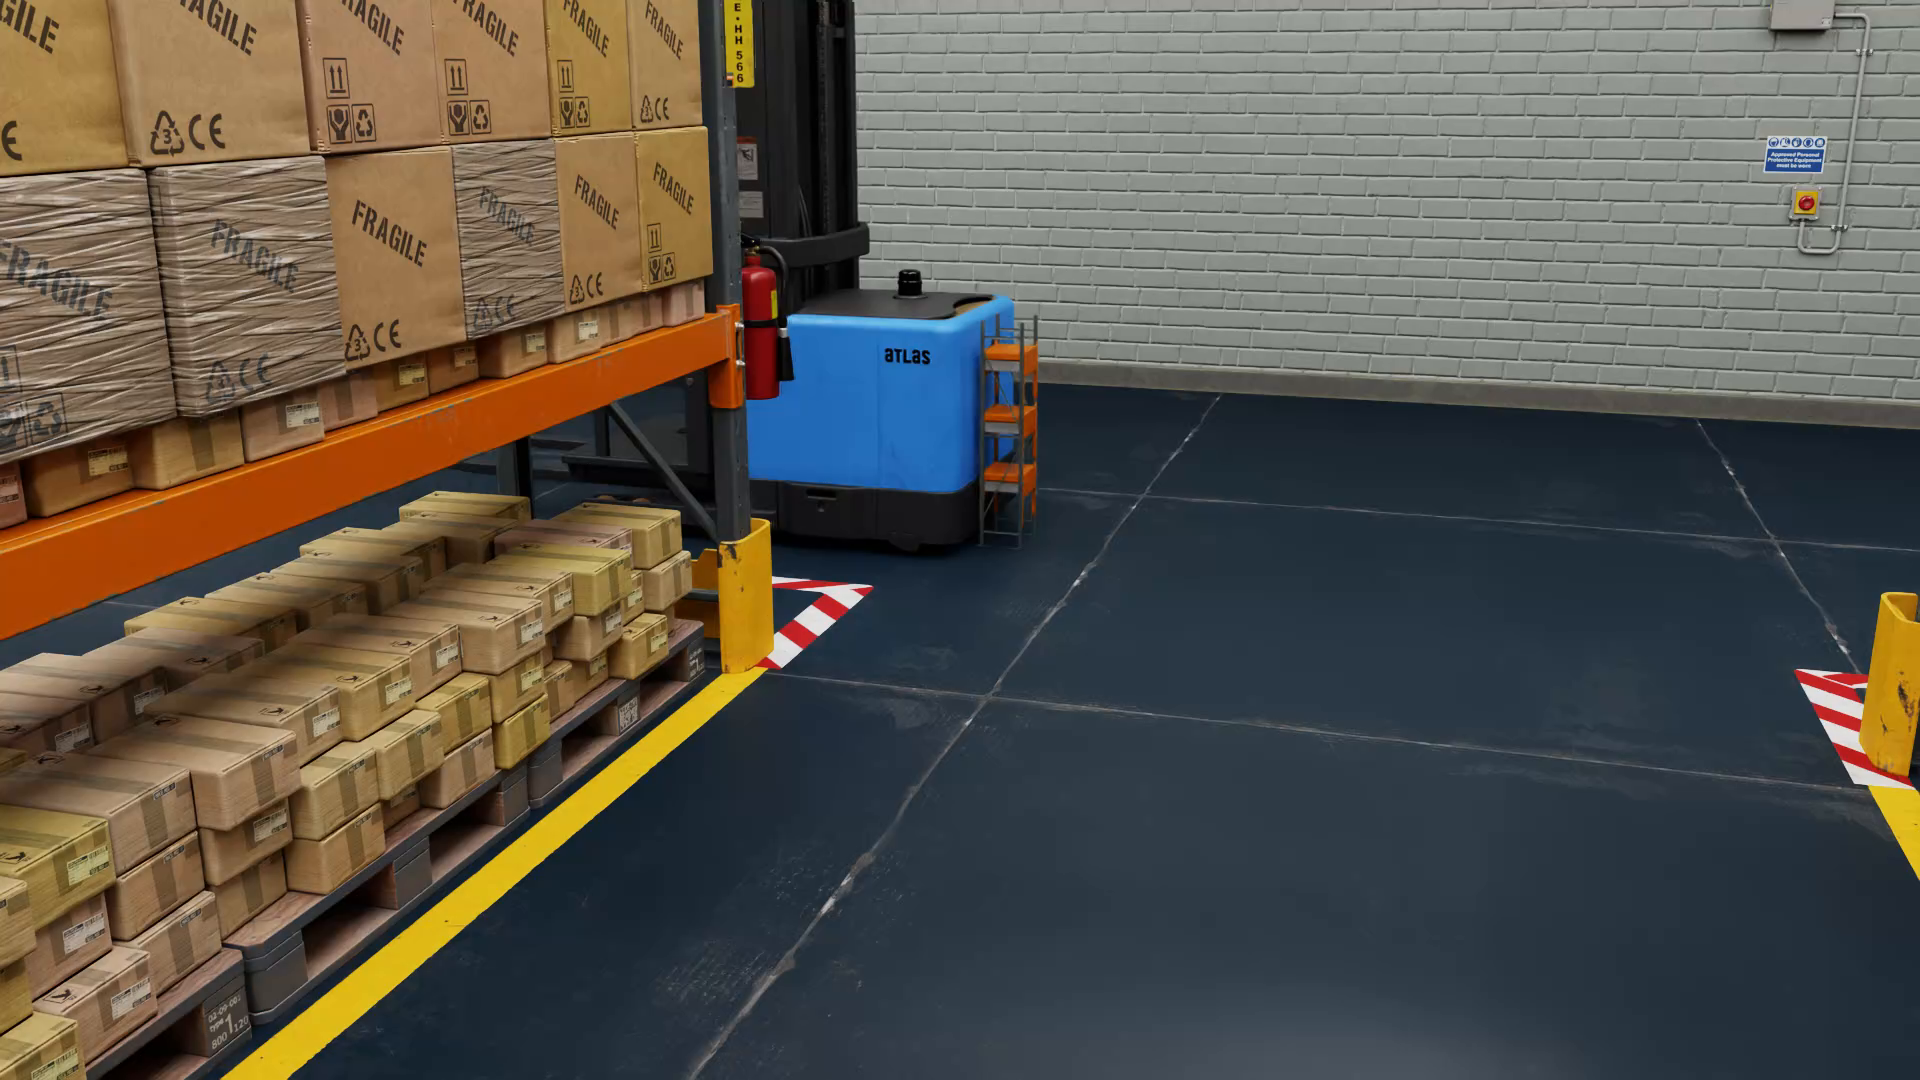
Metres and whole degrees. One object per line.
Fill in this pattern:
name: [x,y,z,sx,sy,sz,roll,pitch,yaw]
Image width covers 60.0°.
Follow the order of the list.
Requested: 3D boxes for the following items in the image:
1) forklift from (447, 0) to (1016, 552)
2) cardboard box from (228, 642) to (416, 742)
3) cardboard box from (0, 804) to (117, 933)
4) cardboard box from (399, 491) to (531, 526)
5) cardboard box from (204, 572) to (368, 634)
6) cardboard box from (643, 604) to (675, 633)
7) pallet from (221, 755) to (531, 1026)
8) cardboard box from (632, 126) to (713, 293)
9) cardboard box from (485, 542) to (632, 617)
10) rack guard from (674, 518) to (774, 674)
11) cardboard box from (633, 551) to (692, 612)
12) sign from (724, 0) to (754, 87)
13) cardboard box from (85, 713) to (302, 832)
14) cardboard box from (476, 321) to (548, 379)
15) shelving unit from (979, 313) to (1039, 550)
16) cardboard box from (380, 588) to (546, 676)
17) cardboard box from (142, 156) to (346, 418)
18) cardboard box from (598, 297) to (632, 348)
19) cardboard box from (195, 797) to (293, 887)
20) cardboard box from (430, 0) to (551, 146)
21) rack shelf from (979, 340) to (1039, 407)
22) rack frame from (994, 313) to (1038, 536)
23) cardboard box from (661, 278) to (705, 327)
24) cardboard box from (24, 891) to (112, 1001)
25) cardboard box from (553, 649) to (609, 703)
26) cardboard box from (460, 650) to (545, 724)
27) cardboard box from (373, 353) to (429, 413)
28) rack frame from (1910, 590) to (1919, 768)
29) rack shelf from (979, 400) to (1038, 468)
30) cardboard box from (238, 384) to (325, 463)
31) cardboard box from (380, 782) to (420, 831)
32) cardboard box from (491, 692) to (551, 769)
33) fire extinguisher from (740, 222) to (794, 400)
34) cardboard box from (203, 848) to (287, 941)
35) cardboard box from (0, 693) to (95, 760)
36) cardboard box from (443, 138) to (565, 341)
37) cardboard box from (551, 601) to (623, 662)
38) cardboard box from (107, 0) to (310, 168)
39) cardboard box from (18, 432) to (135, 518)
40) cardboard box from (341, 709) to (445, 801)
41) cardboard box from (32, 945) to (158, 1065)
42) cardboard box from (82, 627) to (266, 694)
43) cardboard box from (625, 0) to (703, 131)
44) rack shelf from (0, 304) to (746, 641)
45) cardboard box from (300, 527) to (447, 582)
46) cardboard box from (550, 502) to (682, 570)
forklift: [-1.297,-1.572,8.001,3.031,2.935,1.130,5,17,17]
cardboard box: [-1.654,0.391,4.318,0.380,0.149,0.250,5,17,16]
cardboard box: [-1.963,0.660,3.369,0.380,0.149,0.250,4,16,15]
cardboard box: [-1.757,-0.064,5.922,0.380,0.149,0.250,4,16,13]
cardboard box: [-1.993,0.217,4.933,0.380,0.149,0.250,5,17,18]
cardboard box: [-1.232,0.266,5.851,0.380,0.149,0.250,5,17,17]
pallet: [-1.917,0.832,4.511,1.003,0.211,1.213,5,16,16]
cardboard box: [-1.163,-1.112,5.523,0.500,0.500,0.500,5,17,17]
cardboard box: [-1.268,0.122,5.265,0.380,0.149,0.250,4,16,15]
rack guard: [-1.304,0.165,6.333,1.175,0.500,0.348,5,16,16]
cardboard box: [-1.159,0.129,5.788,0.380,0.149,0.250,4,16,14]
sign: [-0.756,-1.719,5.691,0.100,0.325,0.005,5,16,16]
cardboard box: [-1.760,0.530,3.828,0.380,0.149,0.250,5,17,17]
cardboard box: [-1.421,-0.566,4.787,0.380,0.149,0.250,4,16,13]
shelving unit: [0.225,-0.501,7.671,0.215,1.050,0.252,5,17,16]
cardboard box: [-1.425,0.260,4.781,0.380,0.149,0.250,5,17,18]
cardboard box: [-1.725,-0.572,3.619,0.500,0.500,0.500,4,16,15]
cardboard box: [-1.267,-0.701,5.264,0.380,0.149,0.250,4,16,15]
cardboard box: [-1.808,0.665,3.898,0.380,0.149,0.250,5,17,18]
cardboard box: [-1.457,-1.322,4.432,0.500,0.500,0.500,6,17,19]
rack shelf: [0.225,-0.764,7.596,0.215,0.259,0.240,5,17,16]
rack frame: [0.260,-0.533,7.783,0.200,1.050,0.008,5,17,16]
cardboard box: [-1.104,-0.830,5.718,0.380,0.149,0.250,5,16,16]
cardboard box: [-1.989,0.805,3.403,0.380,0.149,0.250,5,16,16]
cardboard box: [-1.366,0.403,5.366,0.380,0.149,0.250,5,16,16]
cardboard box: [-1.439,0.401,4.827,0.380,0.149,0.250,5,17,17]
cardboard box: [-1.614,-0.429,4.305,0.380,0.149,0.250,5,17,17]
rack frame: [3.492,-0.700,4.802,1.000,3.000,0.127,5,16,16]
rack shelf: [0.225,-0.491,7.674,0.215,0.259,0.240,5,17,16]
cardboard box: [-1.697,-0.288,3.806,0.380,0.149,0.250,5,17,18]
cardboard box: [-1.676,0.671,4.423,0.380,0.149,0.250,5,17,17]
cardboard box: [-1.436,0.540,4.882,0.380,0.149,0.250,4,16,13]
fire extinguisher: [-0.768,-0.871,6.229,0.296,0.674,0.183,5,16,16]
cardboard box: [-1.844,0.806,3.947,0.380,0.149,0.250,4,16,13]
cardboard box: [-2.332,0.483,3.993,0.380,0.149,0.250,4,16,13]
cardboard box: [-1.449,-0.844,4.579,0.500,0.500,0.500,5,16,16]
cardboard box: [-1.305,0.265,5.308,0.380,0.149,0.250,4,16,14]
cardboard box: [-1.752,-1.049,3.470,0.500,0.500,0.500,5,17,17]
cardboard box: [-1.914,-0.157,3.346,0.380,0.149,0.250,4,16,13]
cardboard box: [-1.582,0.541,4.334,0.380,0.149,0.250,5,17,16]
cardboard box: [-1.911,0.949,3.441,0.380,0.149,0.250,5,16,16]
cardboard box: [-2.092,0.355,4.445,0.380,0.149,0.250,5,16,16]
cardboard box: [-1.174,-1.591,5.381,0.500,0.500,0.500,4,16,15]
rack shelf: [-1.851,-0.189,4.315,1.077,0.370,4.000,5,16,16]
cardboard box: [-1.914,0.074,5.438,0.380,0.149,0.250,5,16,16]
cardboard box: [-1.190,-0.016,5.755,0.380,0.149,0.250,5,17,17]
